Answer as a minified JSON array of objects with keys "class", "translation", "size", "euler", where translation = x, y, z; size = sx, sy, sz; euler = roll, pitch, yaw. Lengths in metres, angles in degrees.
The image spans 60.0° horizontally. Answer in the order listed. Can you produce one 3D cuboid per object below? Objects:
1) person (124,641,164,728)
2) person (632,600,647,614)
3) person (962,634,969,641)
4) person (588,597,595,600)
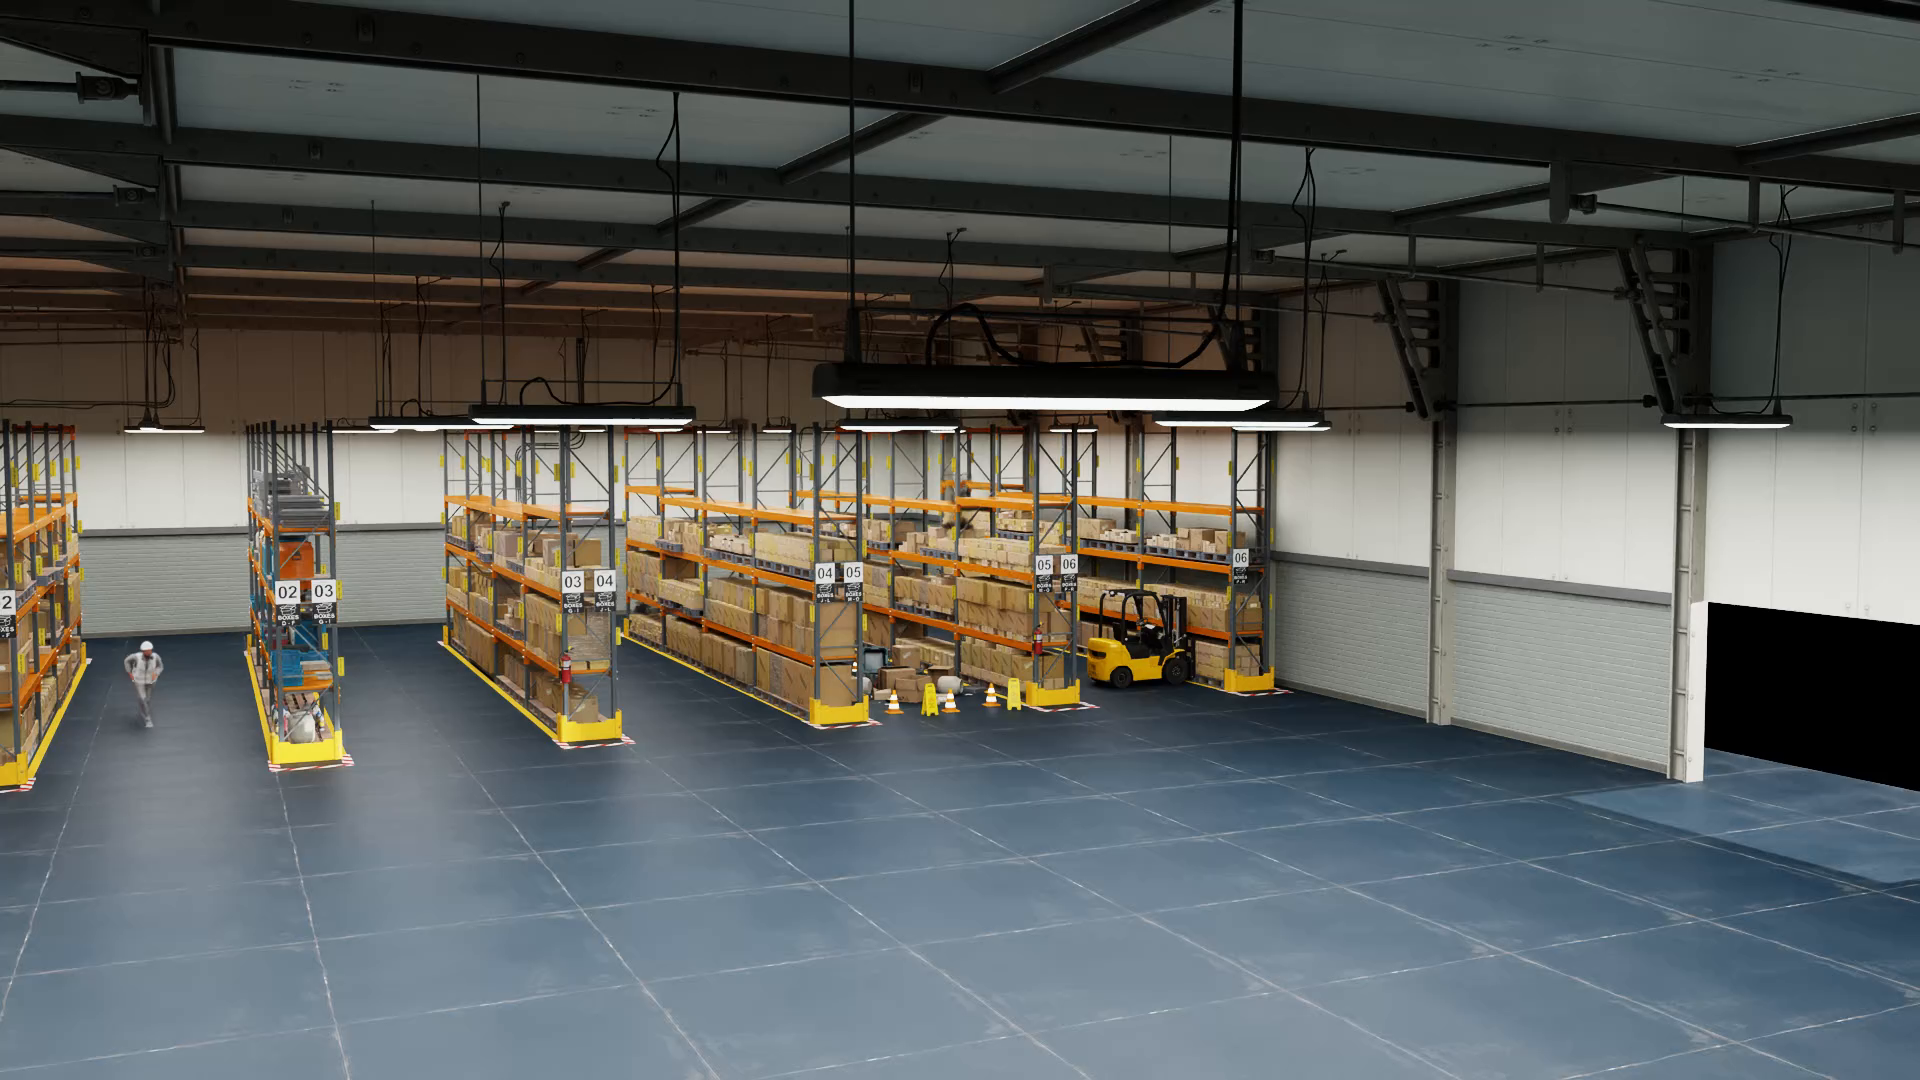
[{"class":"person","translation":[-16.181,2.836,32.968],"size":[0.696,1.732,1.049],"euler":[-2,4,-34]},{"class":"person","translation":[-9.294,1.898,48.800],"size":[0.668,1.639,0.617],"euler":[-1,4,-20]},{"class":"person","translation":[0.193,2.163,44.425],"size":[0.519,1.565,0.552],"euler":[-2,4,-33]},{"class":"person","translation":[-10.383,1.907,47.818],"size":[0.636,1.786,0.743],"euler":[0,4,0]}]
